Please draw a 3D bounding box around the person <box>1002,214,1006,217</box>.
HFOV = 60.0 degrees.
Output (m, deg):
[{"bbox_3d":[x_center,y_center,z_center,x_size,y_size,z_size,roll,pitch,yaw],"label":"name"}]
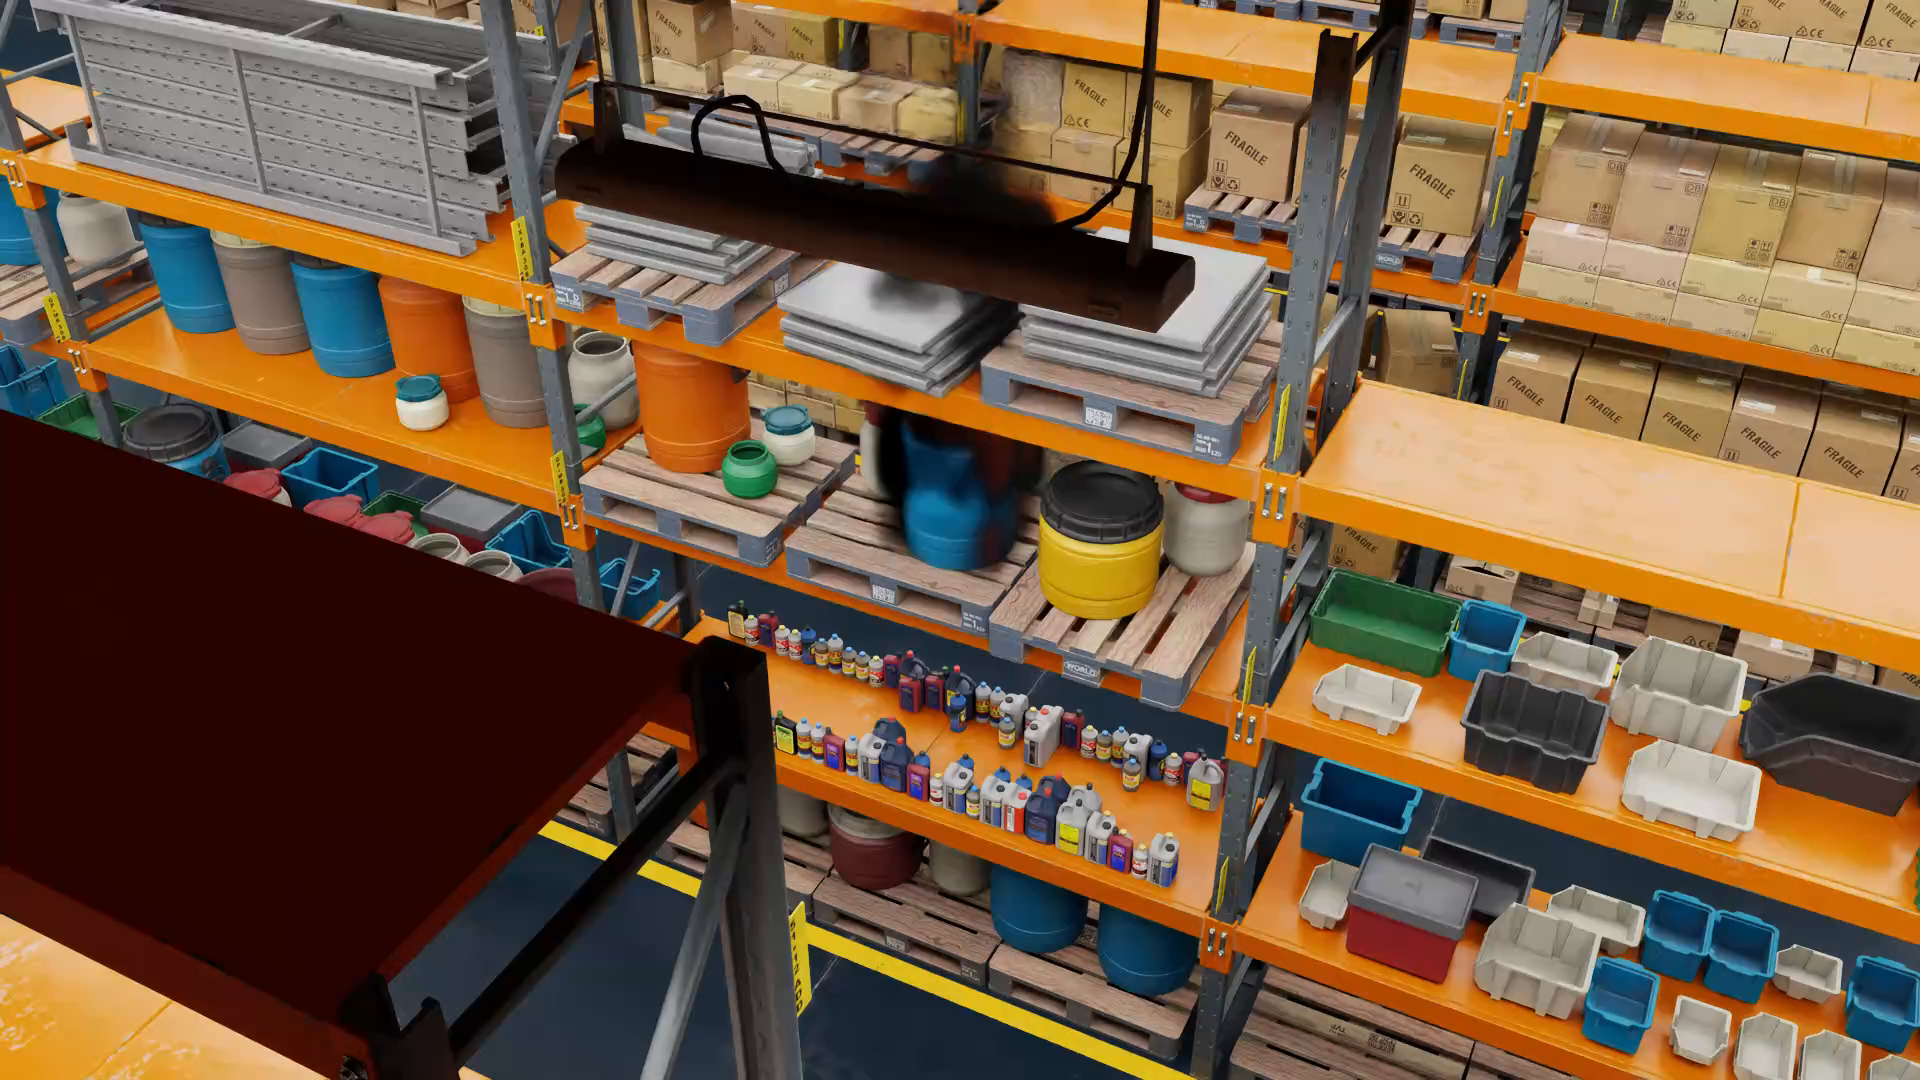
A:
[{"bbox_3d":[0.493,-2.334,15.792,0.561,1.622,0.595,11,36,15],"label":"person"}]
